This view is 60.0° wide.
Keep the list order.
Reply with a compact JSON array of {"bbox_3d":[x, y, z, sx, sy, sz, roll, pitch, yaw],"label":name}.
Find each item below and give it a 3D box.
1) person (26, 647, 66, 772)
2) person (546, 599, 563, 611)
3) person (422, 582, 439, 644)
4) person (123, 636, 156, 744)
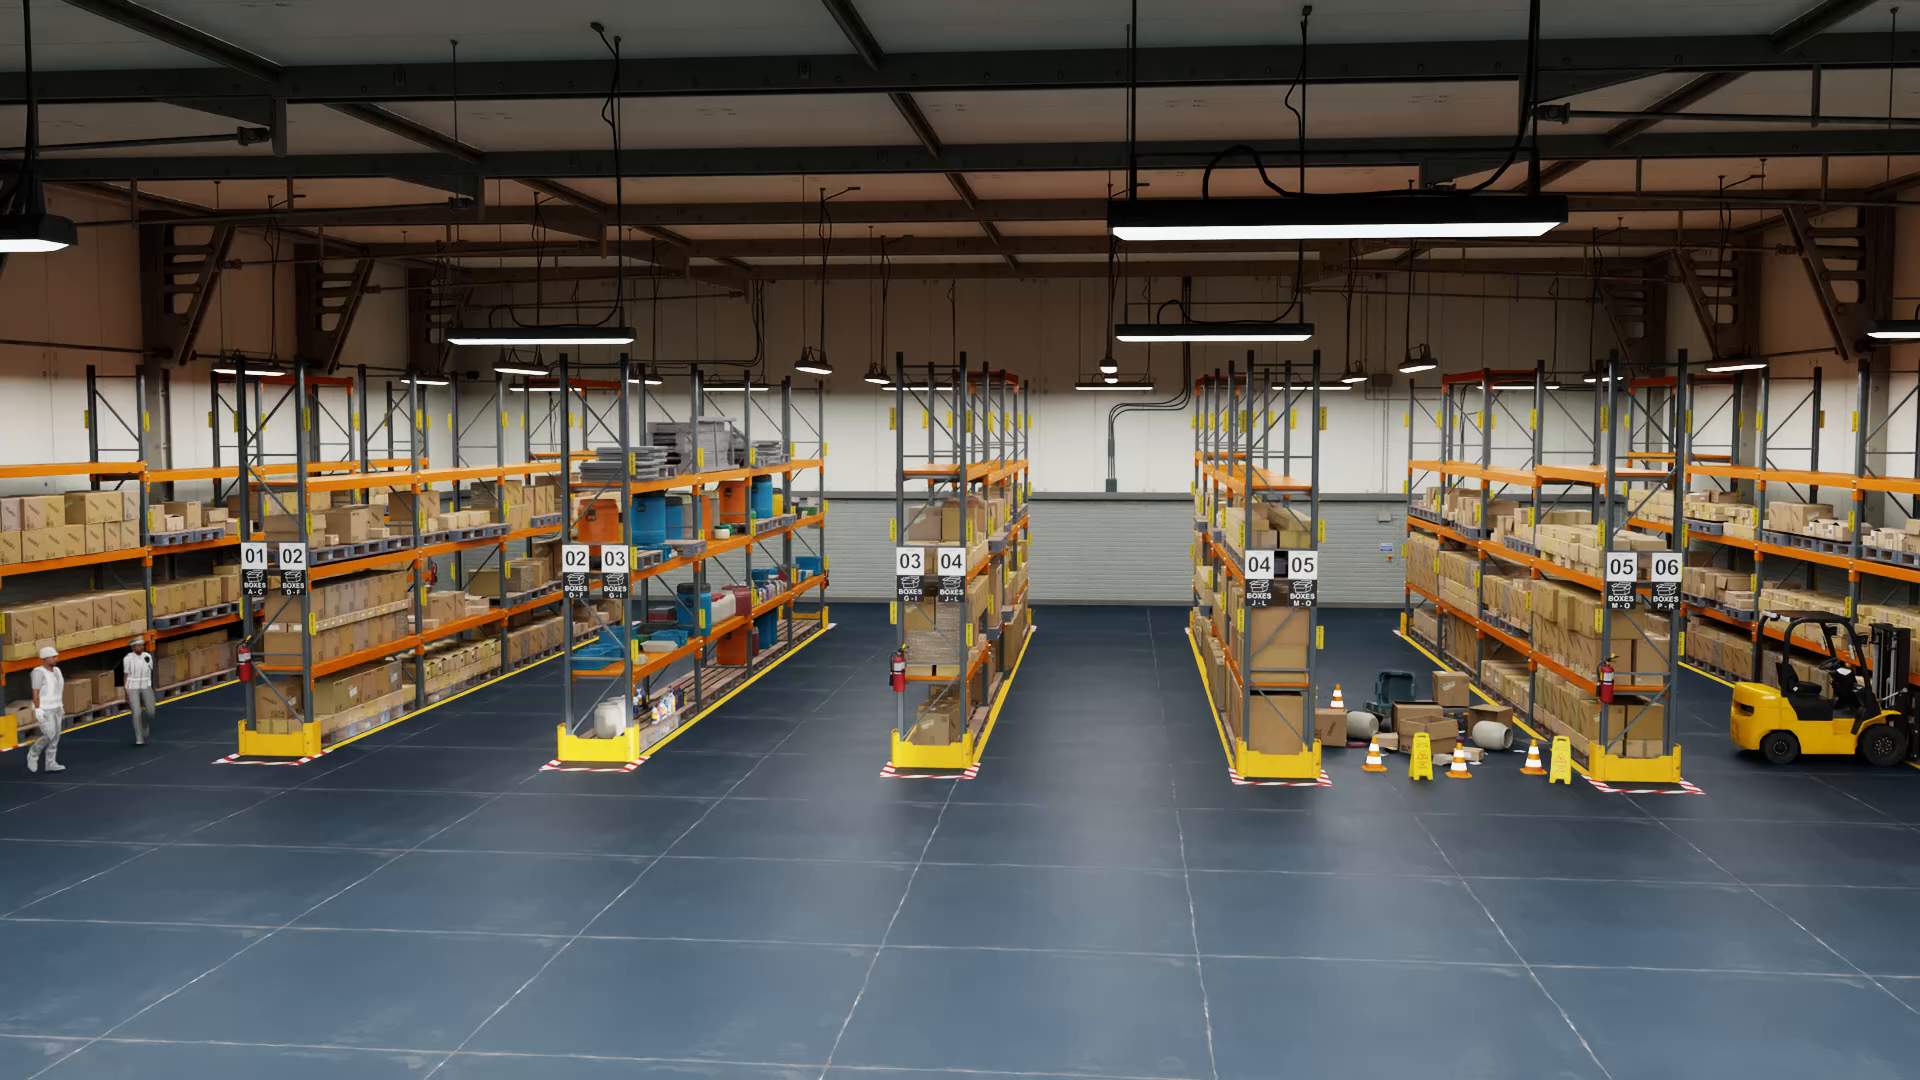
[{"bbox_3d":[-13.037,2.410,23.693,0.481,1.783,0.592,0,4,5],"label":"person"},{"bbox_3d":[-10.565,1.134,43.262,0.443,1.540,0.972,0,4,3],"label":"person"},{"bbox_3d":[-11.363,1.669,35.736,0.574,1.599,0.701,1,4,14],"label":"person"},{"bbox_3d":[-12.778,2.309,25.861,0.433,1.674,0.556,-3,5,-35],"label":"person"}]
